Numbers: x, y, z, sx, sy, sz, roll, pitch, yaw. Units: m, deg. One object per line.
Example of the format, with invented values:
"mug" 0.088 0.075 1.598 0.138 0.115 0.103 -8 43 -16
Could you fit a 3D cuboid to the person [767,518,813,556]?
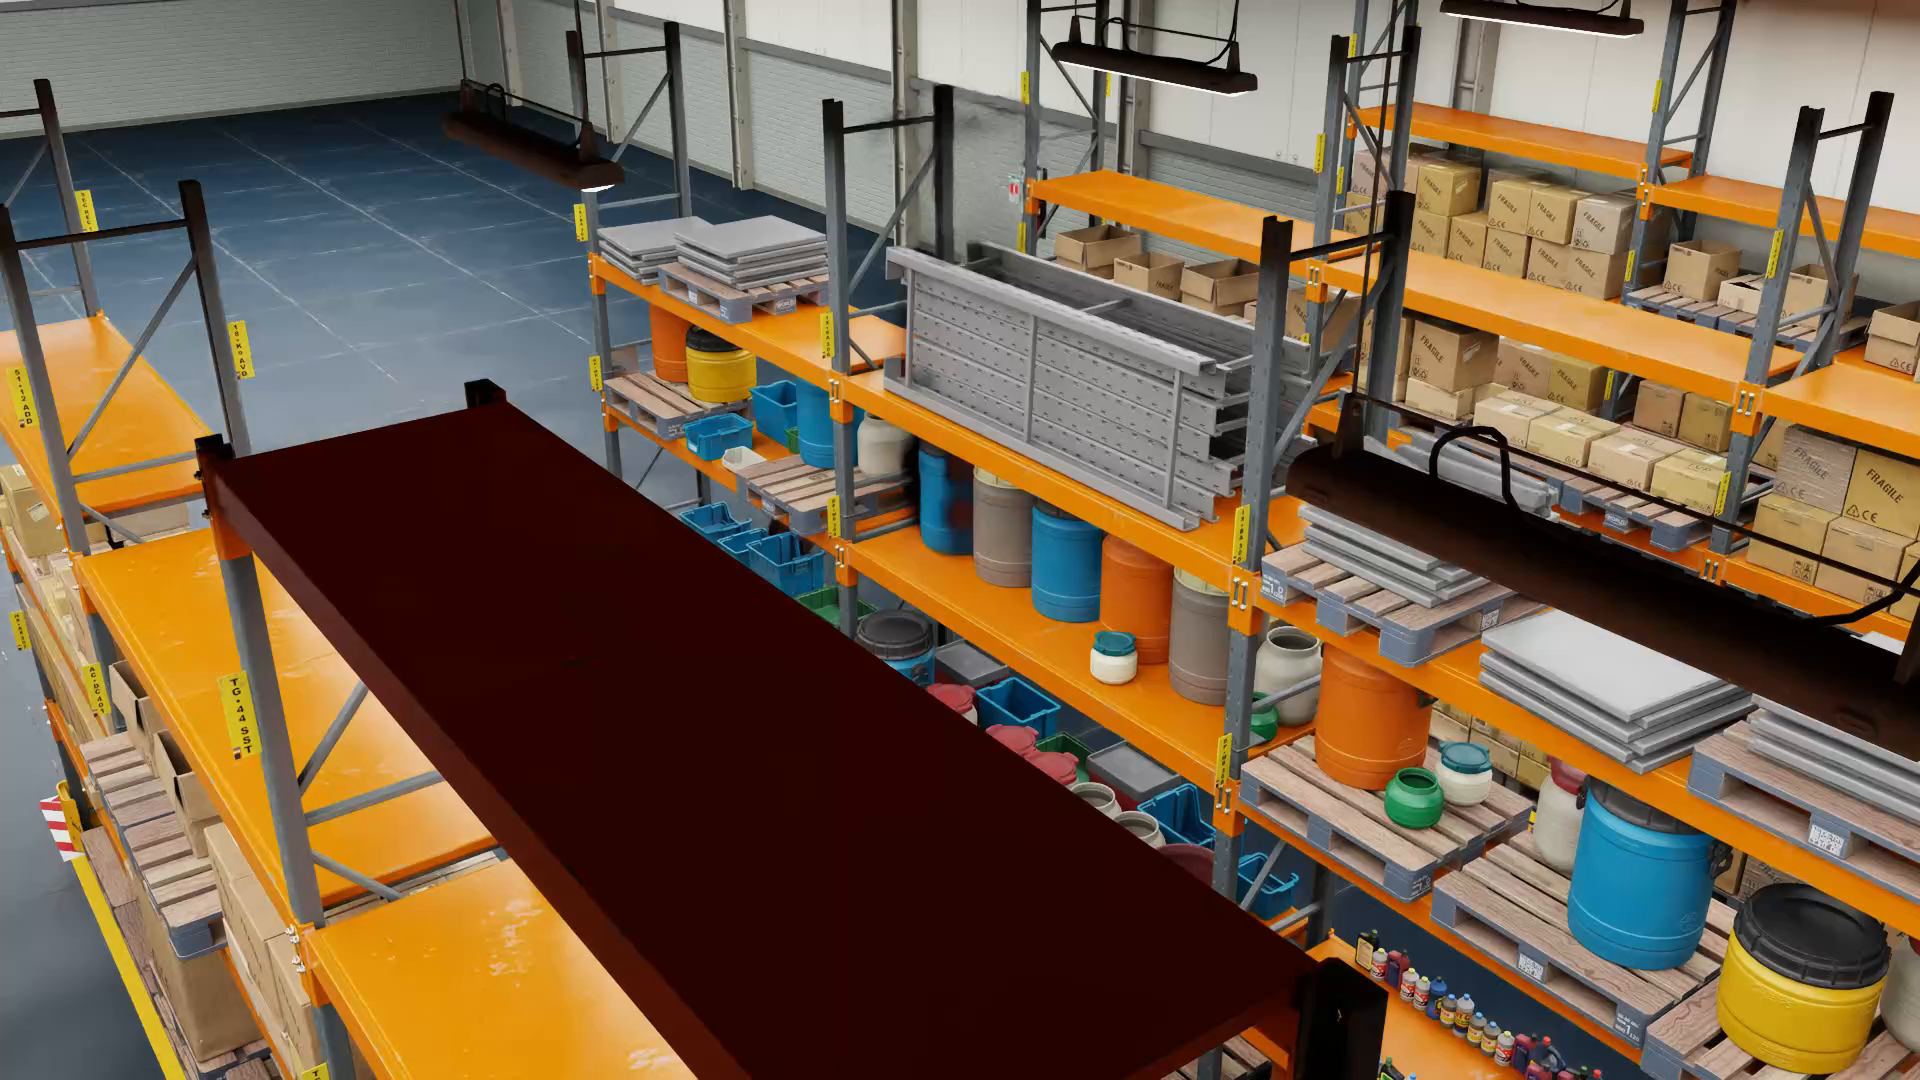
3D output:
"person" -1.773 -0.087 17.118 0.647 1.733 0.775 20 31 36
